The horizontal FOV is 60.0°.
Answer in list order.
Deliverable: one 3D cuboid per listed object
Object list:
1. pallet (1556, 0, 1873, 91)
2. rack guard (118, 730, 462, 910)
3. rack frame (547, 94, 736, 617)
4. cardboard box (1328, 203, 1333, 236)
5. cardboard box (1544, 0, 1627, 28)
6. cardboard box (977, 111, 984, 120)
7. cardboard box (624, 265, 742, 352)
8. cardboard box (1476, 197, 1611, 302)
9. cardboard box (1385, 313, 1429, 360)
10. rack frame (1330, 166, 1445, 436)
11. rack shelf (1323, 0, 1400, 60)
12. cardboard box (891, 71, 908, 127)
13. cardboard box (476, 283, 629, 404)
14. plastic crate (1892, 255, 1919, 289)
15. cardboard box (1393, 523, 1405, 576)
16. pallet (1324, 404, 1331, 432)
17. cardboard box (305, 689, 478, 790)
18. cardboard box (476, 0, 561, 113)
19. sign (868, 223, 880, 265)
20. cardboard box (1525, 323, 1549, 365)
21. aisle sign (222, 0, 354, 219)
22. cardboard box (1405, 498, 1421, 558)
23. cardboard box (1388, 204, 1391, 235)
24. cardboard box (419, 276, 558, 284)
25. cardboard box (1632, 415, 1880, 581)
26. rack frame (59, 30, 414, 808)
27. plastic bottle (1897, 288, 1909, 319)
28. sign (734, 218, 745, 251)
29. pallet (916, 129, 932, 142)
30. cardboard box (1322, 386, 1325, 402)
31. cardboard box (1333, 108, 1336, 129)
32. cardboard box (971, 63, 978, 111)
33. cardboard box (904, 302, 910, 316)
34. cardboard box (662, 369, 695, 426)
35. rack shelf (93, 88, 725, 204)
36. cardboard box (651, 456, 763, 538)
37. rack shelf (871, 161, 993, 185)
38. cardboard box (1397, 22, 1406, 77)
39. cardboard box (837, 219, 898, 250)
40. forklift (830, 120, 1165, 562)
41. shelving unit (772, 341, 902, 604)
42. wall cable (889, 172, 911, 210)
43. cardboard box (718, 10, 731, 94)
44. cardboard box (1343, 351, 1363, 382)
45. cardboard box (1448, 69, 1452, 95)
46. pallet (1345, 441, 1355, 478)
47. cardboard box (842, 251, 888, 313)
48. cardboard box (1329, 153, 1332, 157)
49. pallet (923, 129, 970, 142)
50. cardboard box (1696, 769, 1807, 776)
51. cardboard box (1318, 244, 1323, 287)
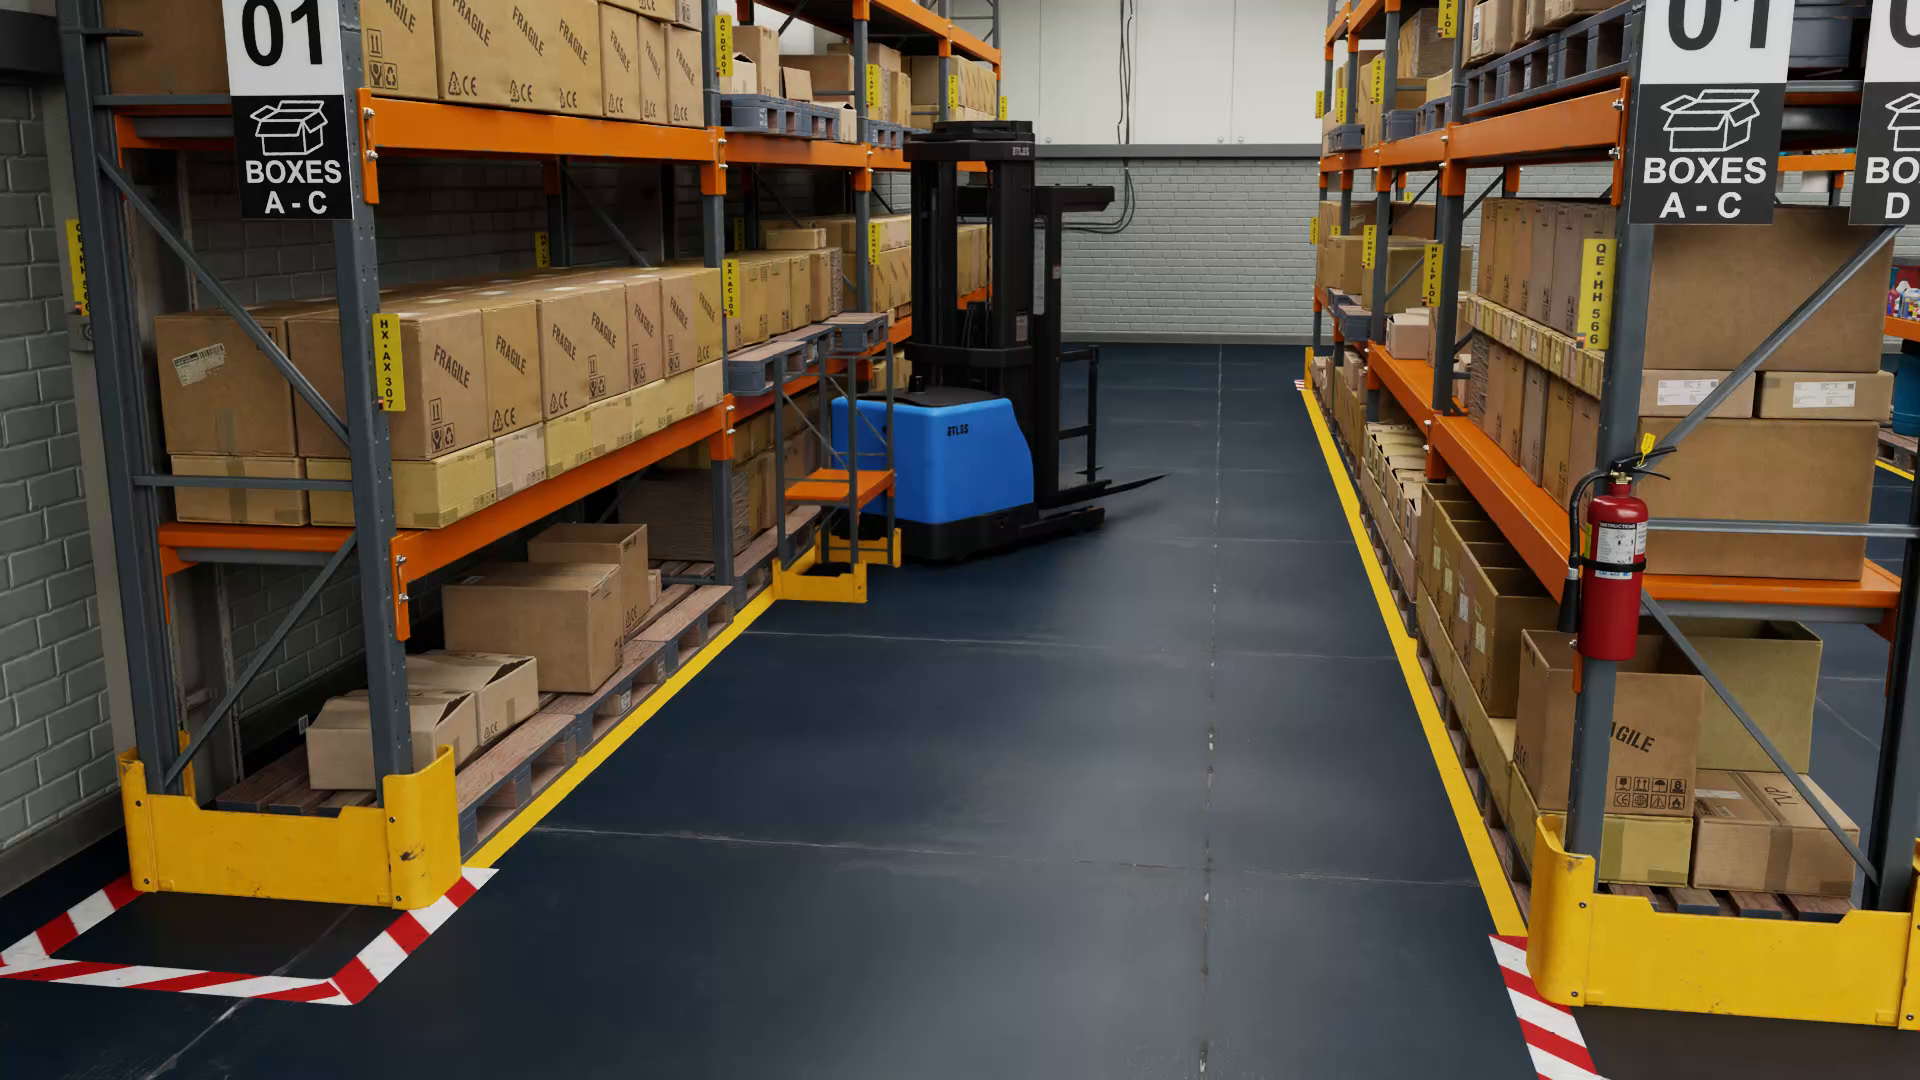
[{"bbox_3d":[2.572,-1.600,5.389,1.003,0.211,1.213,2,12,9],"label":"pallet"},{"bbox_3d":[-2.446,1.016,6.094,1.175,0.500,0.348,2,12,9],"label":"rack guard"},{"bbox_3d":[-1.843,-1.023,9.621,1.000,3.000,0.127,2,12,9],"label":"rack frame"},{"bbox_3d":[4.259,-3.392,18.001,0.500,0.500,0.500,2,12,9],"label":"cardboard box"},{"bbox_3d":[2.354,-1.946,5.809,0.500,0.250,0.500,2,12,9],"label":"cardboard box"},{"bbox_3d":[-0.001,-4.790,19.104,0.500,0.250,0.500,2,12,7],"label":"cardboard box"},{"bbox_3d":[-1.731,-1.392,10.051,0.700,0.500,0.500,2,12,9],"label":"cardboard box"},{"bbox_3d":[2.991,-1.454,8.303,0.700,0.500,0.500,2,12,9],"label":"cardboard box"},{"bbox_3d":[3.339,-1.473,11.918,0.500,0.311,0.500,2,12,8],"label":"cardboard box"},{"bbox_3d":[4.283,-2.529,16.607,1.000,3.000,0.127,2,12,9],"label":"rack frame"},{"bbox_3d":[4.591,-5.525,17.983,1.077,0.370,4.000,2,12,9],"label":"rack shelf"},{"bbox_3d":[-0.878,-4.121,15.595,0.700,0.500,0.500,2,12,8],"label":"cardboard box"},{"bbox_3d":[-1.848,-0.901,7.582,0.500,0.500,0.500,2,12,10],"label":"cardboard box"},{"bbox_3d":[9.562,-2.606,16.671,0.402,0.464,0.583,2,12,9],"label":"plastic crate"},{"bbox_3d":[2.910,0.074,10.058,0.500,0.250,0.500,2,12,8],"label":"cardboard box"},{"bbox_3d":[4.390,-1.308,17.564,1.003,0.211,1.213,2,12,9],"label":"pallet"},{"bbox_3d":[-2.262,0.768,6.649,0.500,0.311,0.500,0,12,2],"label":"cardboard box"},{"bbox_3d":[-1.965,-1.996,6.730,0.500,0.500,0.500,2,12,11],"label":"cardboard box"},{"bbox_3d":[-0.690,-2.368,13.299,0.100,0.325,0.005,2,12,9],"label":"sign"},{"bbox_3d":[2.545,-0.805,6.834,0.380,0.149,0.250,2,12,8],"label":"cardboard box"},{"bbox_3d":[-2.172,-1.437,5.369,0.394,0.787,0.004,2,12,9],"label":"aisle sign"},{"bbox_3d":[2.832,-0.092,9.501,0.500,0.311,0.500,2,12,9],"label":"cardboard box"},{"bbox_3d":[4.713,-3.263,17.403,0.500,0.500,0.500,1,12,7],"label":"cardboard box"},{"bbox_3d":[-2.287,-1.024,8.154,0.500,0.500,0.500,2,12,10],"label":"cardboard box"},{"bbox_3d":[2.522,-0.176,5.455,0.700,0.500,0.500,2,12,9],"label":"cardboard box"},{"bbox_3d":[-2.458,-0.191,5.757,1.000,3.000,0.127,2,12,9],"label":"rack frame"},{"bbox_3d":[8.664,-2.169,15.245,0.097,0.271,0.097,0,12,0],"label":"plastic bottle"},{"bbox_3d":[-1.776,-2.439,13.443,0.100,0.325,0.005,2,12,9],"label":"sign"},{"bbox_3d":[-0.704,-3.869,16.160,0.805,0.209,1.217,1,12,6],"label":"pallet"},{"bbox_3d":[4.089,-1.558,17.826,0.380,0.149,0.250,2,12,9],"label":"cardboard box"},{"bbox_3d":[4.249,-4.484,17.730,0.500,0.250,0.500,2,12,9],"label":"cardboard box"},{"bbox_3d":[-0.082,-5.052,18.536,0.500,0.500,0.500,2,12,9],"label":"cardboard box"},{"bbox_3d":[-0.675,-2.178,15.528,0.380,0.149,0.250,2,12,10],"label":"cardboard box"},{"bbox_3d":[-1.701,-0.748,8.652,0.500,0.250,0.500,2,12,9],"label":"cardboard box"},{"bbox_3d":[-2.150,-1.722,7.449,1.077,0.370,4.000,2,12,9],"label":"rack shelf"},{"bbox_3d":[-1.716,-0.279,11.058,0.700,0.500,0.500,2,12,8],"label":"cardboard box"},{"bbox_3d":[-0.305,-4.220,19.040,1.077,0.370,4.000,2,12,9],"label":"rack shelf"},{"bbox_3d":[3.898,-4.003,13.717,0.500,0.500,0.500,2,12,9],"label":"cardboard box"},{"bbox_3d":[-0.821,-2.625,14.281,0.500,0.250,0.500,2,12,8],"label":"cardboard box"},{"bbox_3d":[0.422,-1.539,12.175,1.130,2.935,3.031,10,16,39],"label":"forklift"},{"bbox_3d":[-0.776,-0.466,10.593,0.587,1.500,1.083,2,12,10],"label":"shelving unit"},{"bbox_3d":[-0.735,-4.315,22.484,0.084,1.984,1.851,2,12,9],"label":"wall cable"},{"bbox_3d":[-1.679,-2.855,9.766,0.500,0.500,0.500,4,13,17],"label":"cardboard box"},{"bbox_3d":[3.814,-1.588,15.349,0.500,0.250,0.500,2,12,9],"label":"cardboard box"},{"bbox_3d":[3.492,-2.970,10.893,0.500,0.250,0.500,2,12,8],"label":"cardboard box"},{"bbox_3d":[4.010,-0.740,14.928,1.003,0.211,1.213,2,12,9],"label":"pallet"},{"bbox_3d":[-0.900,-2.153,13.872,0.500,0.500,0.500,2,12,10],"label":"cardboard box"},{"bbox_3d":[4.333,-4.344,18.265,0.500,0.250,0.500,2,12,9],"label":"cardboard box"},{"bbox_3d":[-0.476,-4.281,17.831,1.003,0.211,1.213,2,12,9],"label":"pallet"},{"bbox_3d":[2.813,0.899,6.230,0.500,0.250,0.500,2,12,9],"label":"cardboard box"},{"bbox_3d":[4.495,-3.219,19.572,0.500,0.500,0.500,2,12,8],"label":"cardboard box"}]
